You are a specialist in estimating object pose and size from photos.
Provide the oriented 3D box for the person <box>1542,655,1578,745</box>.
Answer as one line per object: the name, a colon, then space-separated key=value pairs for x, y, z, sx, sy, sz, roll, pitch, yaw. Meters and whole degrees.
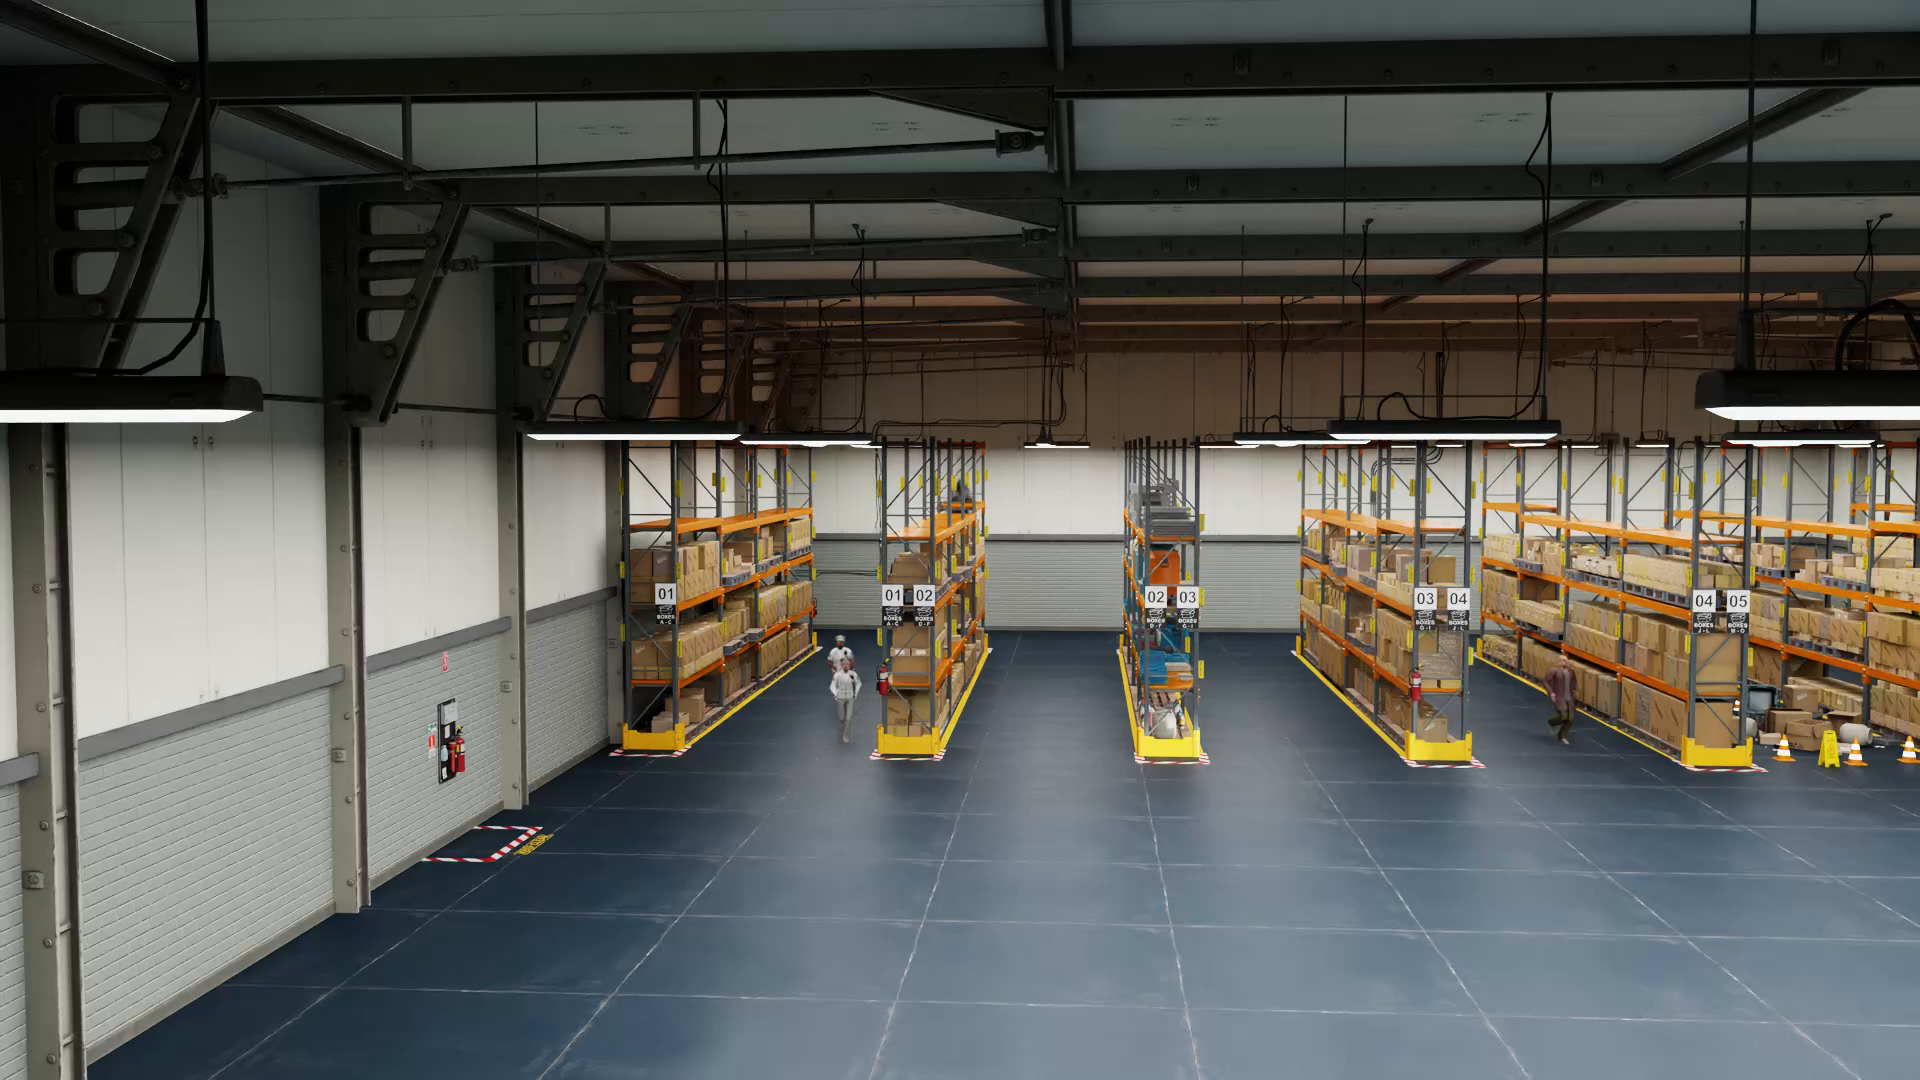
person: x=11.817 y=3.166 z=32.646 sx=0.723 sy=1.667 sz=0.634 roll=-1 pitch=3 yaw=-14

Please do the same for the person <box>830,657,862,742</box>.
person: x=-2.256 y=3.147 z=32.986 sx=0.625 sy=1.683 sz=0.661 roll=0 pitch=3 yaw=-5

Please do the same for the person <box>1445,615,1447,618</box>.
person: x=13.063 y=2.566 z=44.255 sx=0.514 sy=1.564 sz=0.588 roll=0 pitch=3 yaw=9

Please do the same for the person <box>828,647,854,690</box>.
person: x=-2.636 y=3.056 z=36.759 sx=0.582 sy=1.420 sz=0.525 roll=0 pitch=3 yaw=-5
